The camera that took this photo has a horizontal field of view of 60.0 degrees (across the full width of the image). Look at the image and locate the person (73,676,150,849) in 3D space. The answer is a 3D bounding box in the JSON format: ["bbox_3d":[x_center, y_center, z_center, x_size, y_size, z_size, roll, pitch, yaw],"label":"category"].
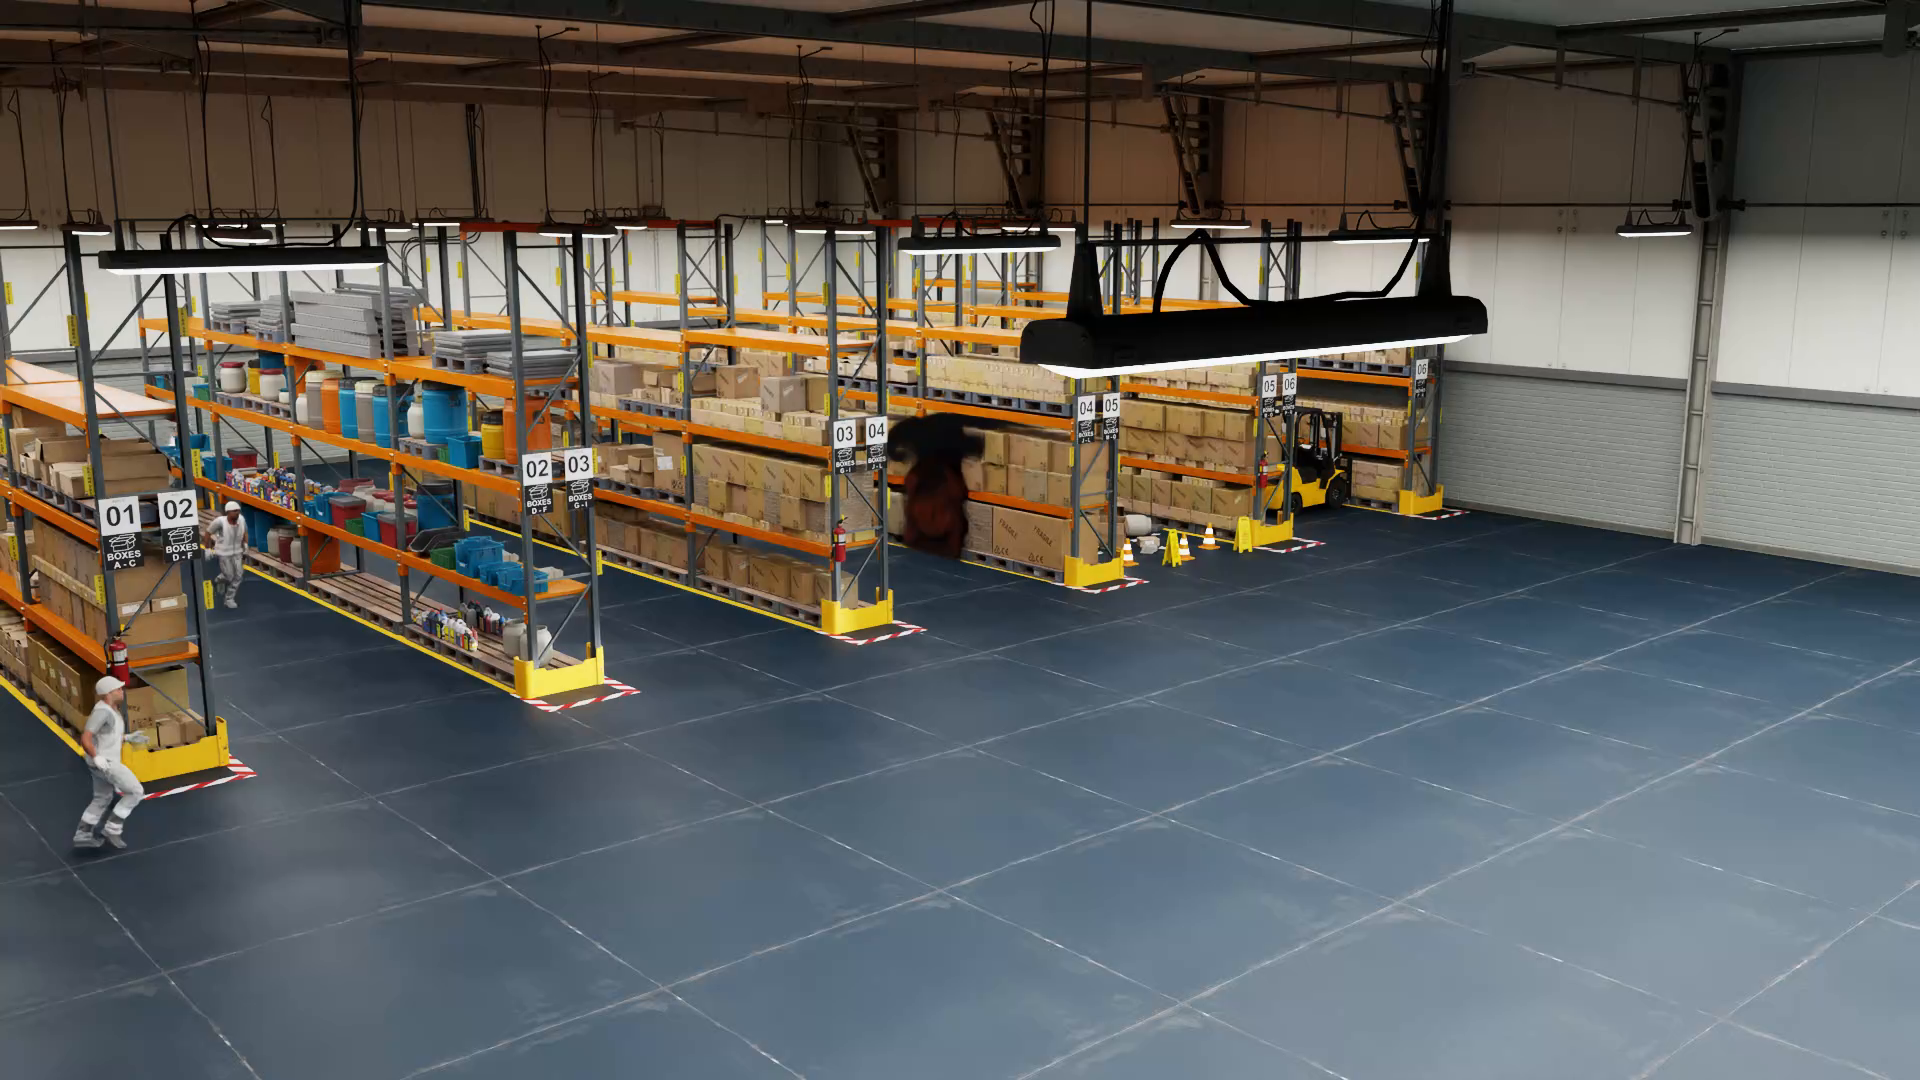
[{"bbox_3d":[-8.441,2.220,16.498,0.781,1.772,0.605,-6,13,-28],"label":"person"}]

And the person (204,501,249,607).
[{"bbox_3d":[-11.675,0.211,26.527,0.707,1.707,0.687,7,14,33],"label":"person"}]

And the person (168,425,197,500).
[{"bbox_3d":[-16.586,-1.583,35.182,0.914,1.712,0.655,-4,12,-21],"label":"person"}]
